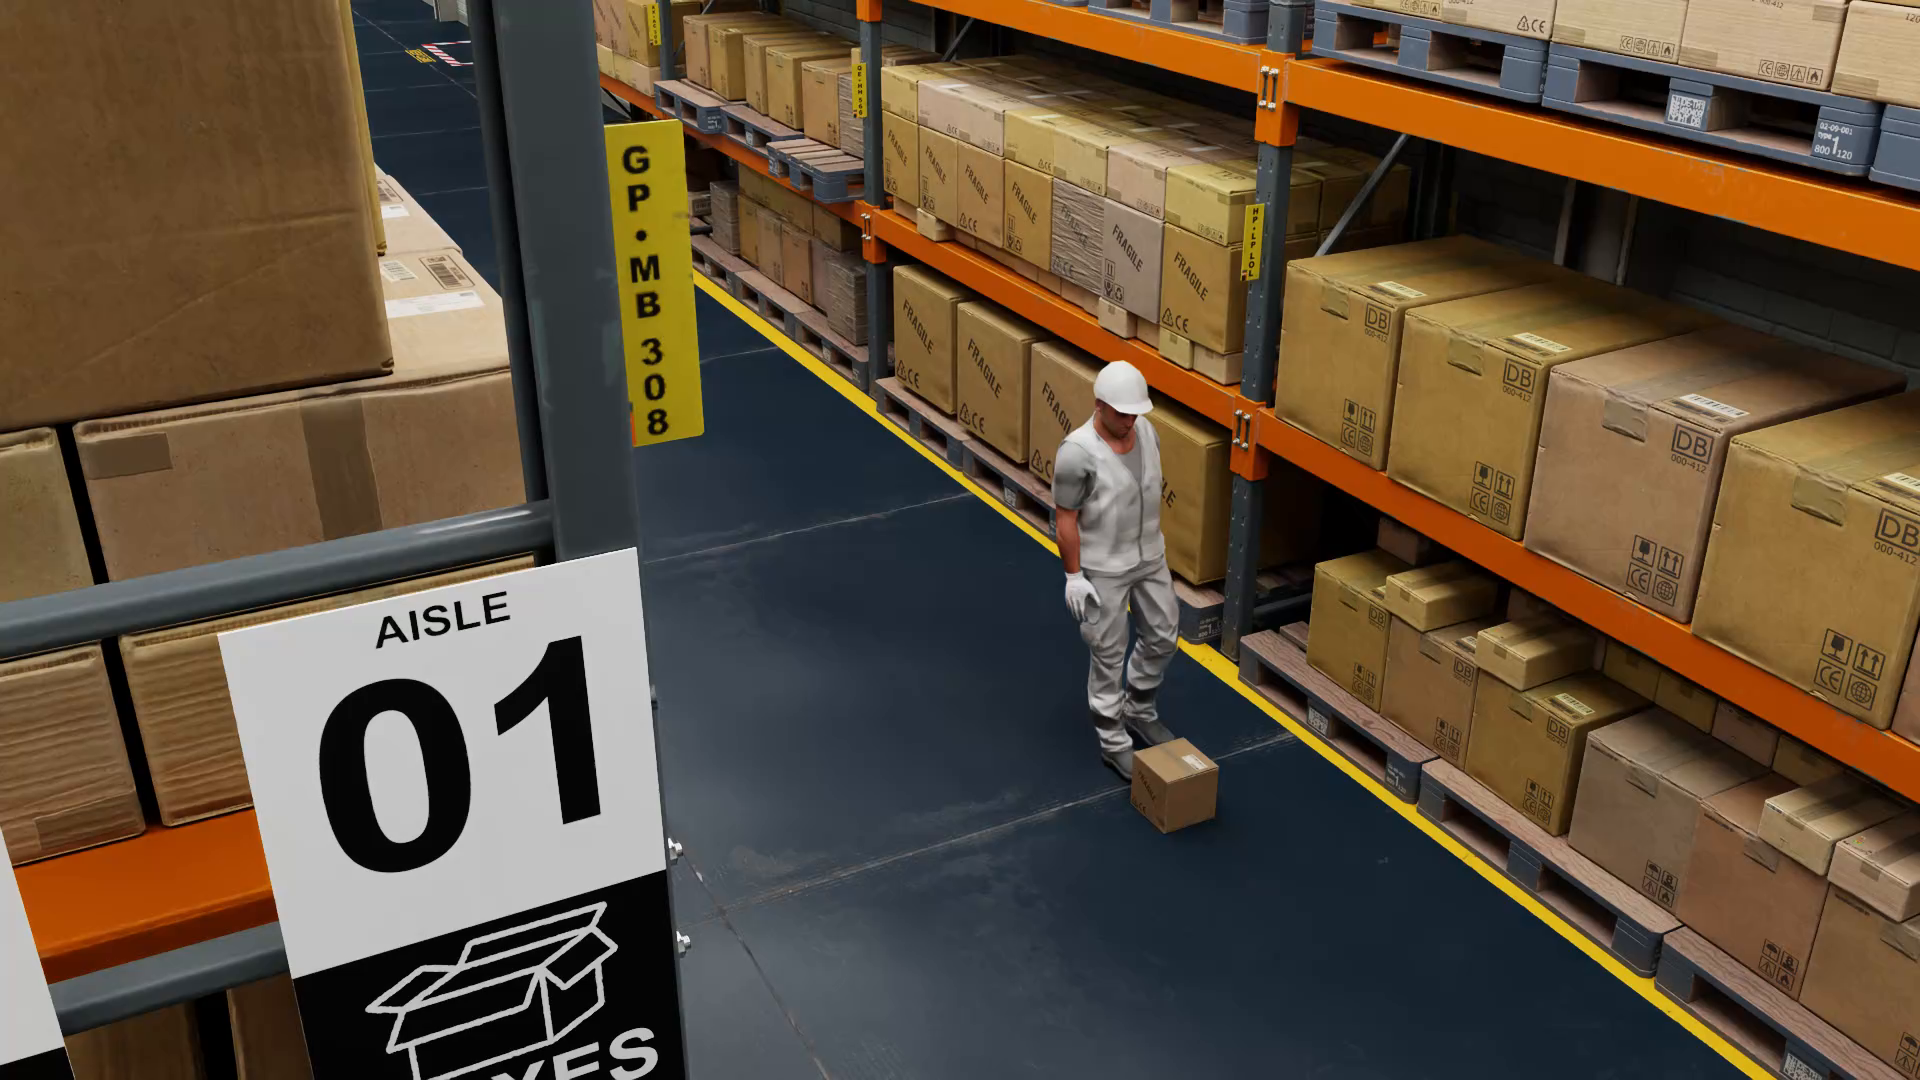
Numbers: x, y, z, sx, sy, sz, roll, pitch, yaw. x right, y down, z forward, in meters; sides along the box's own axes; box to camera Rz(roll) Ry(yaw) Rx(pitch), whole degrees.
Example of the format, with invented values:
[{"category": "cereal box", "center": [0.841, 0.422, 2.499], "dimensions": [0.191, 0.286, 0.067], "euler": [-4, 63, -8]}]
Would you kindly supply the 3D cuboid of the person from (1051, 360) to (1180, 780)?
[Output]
[{"category": "person", "center": [0.691, 0.141, 6.769], "dimensions": [0.586, 1.818, 0.480], "euler": [-17, 30, -32]}]
